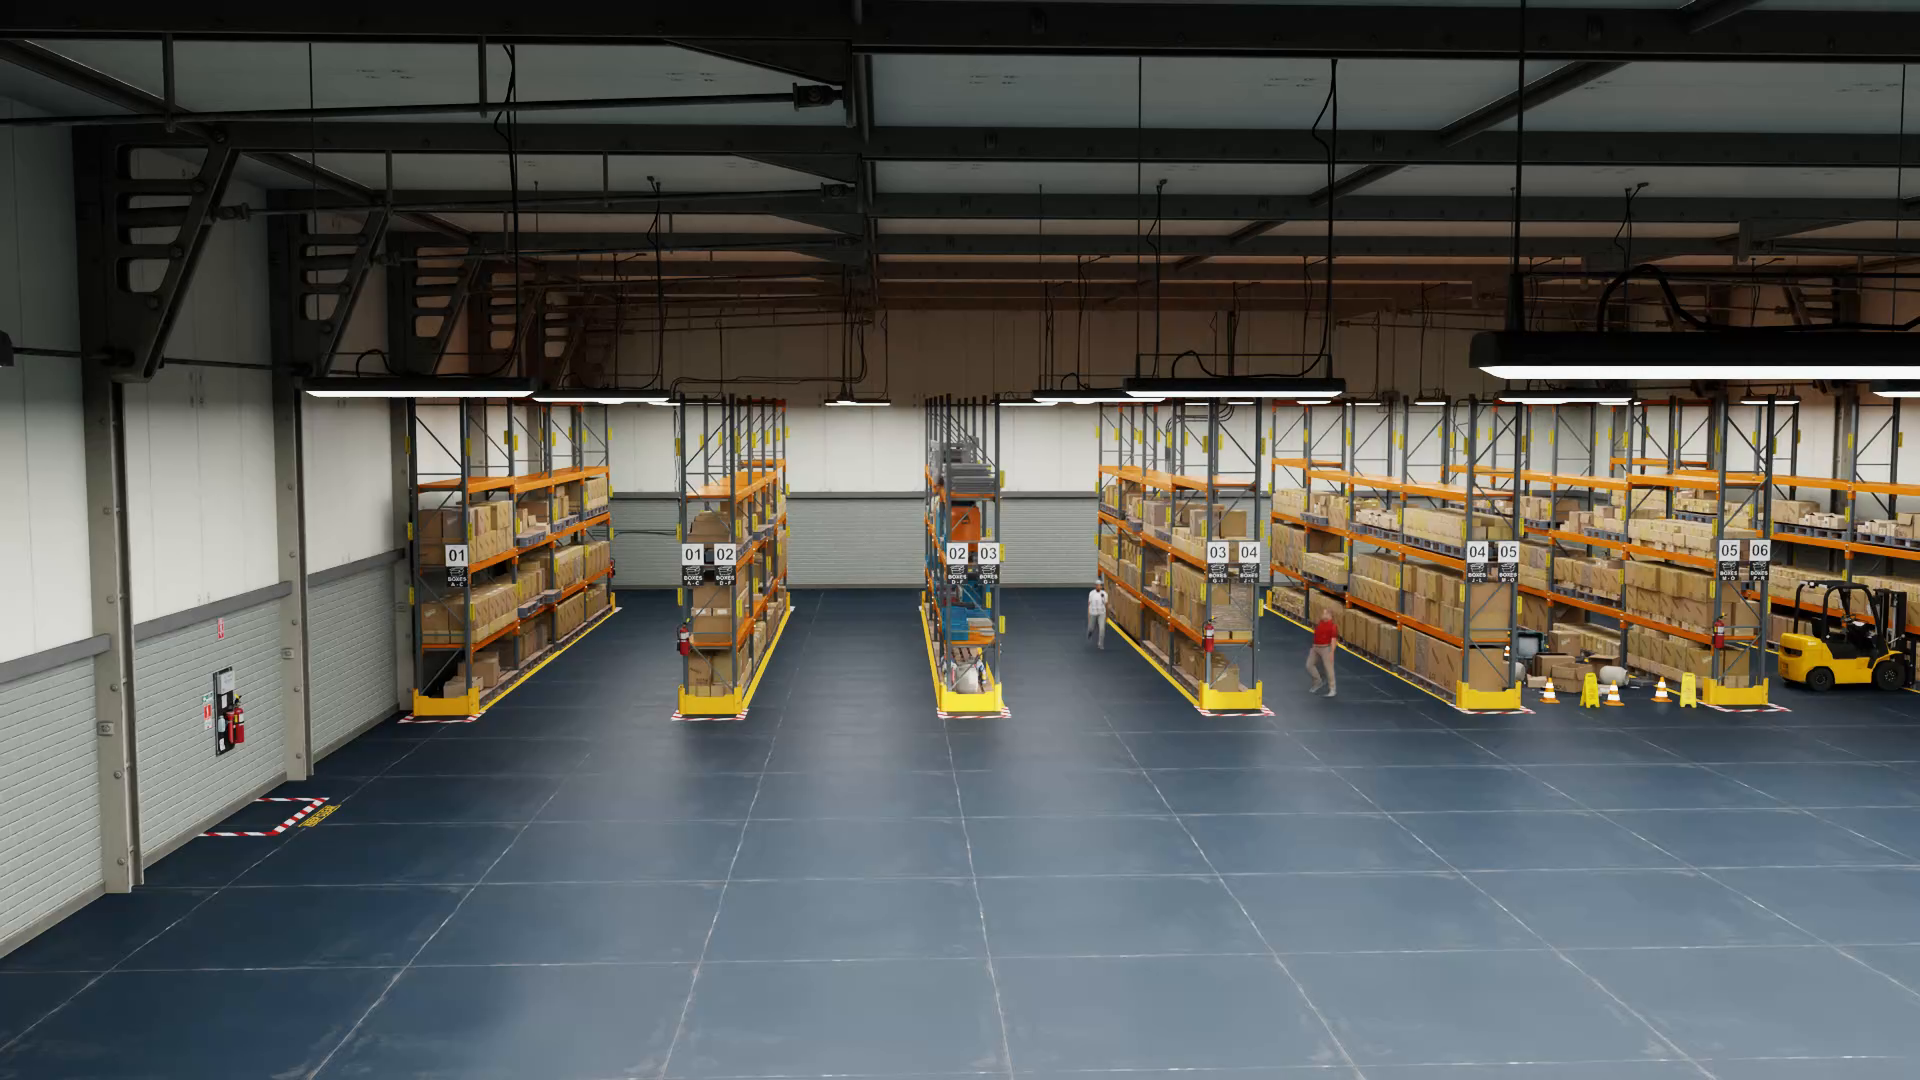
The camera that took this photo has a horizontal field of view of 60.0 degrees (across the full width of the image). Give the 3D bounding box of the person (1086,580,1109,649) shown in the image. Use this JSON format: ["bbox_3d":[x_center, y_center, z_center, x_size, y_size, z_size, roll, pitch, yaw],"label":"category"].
[{"bbox_3d":[3.287,1.763,39.671,0.511,1.629,0.665,0,5,-4],"label":"person"}]

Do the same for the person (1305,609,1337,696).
[{"bbox_3d":[7.261,2.233,33.240,0.397,1.735,0.655,-4,6,-42],"label":"person"}]
